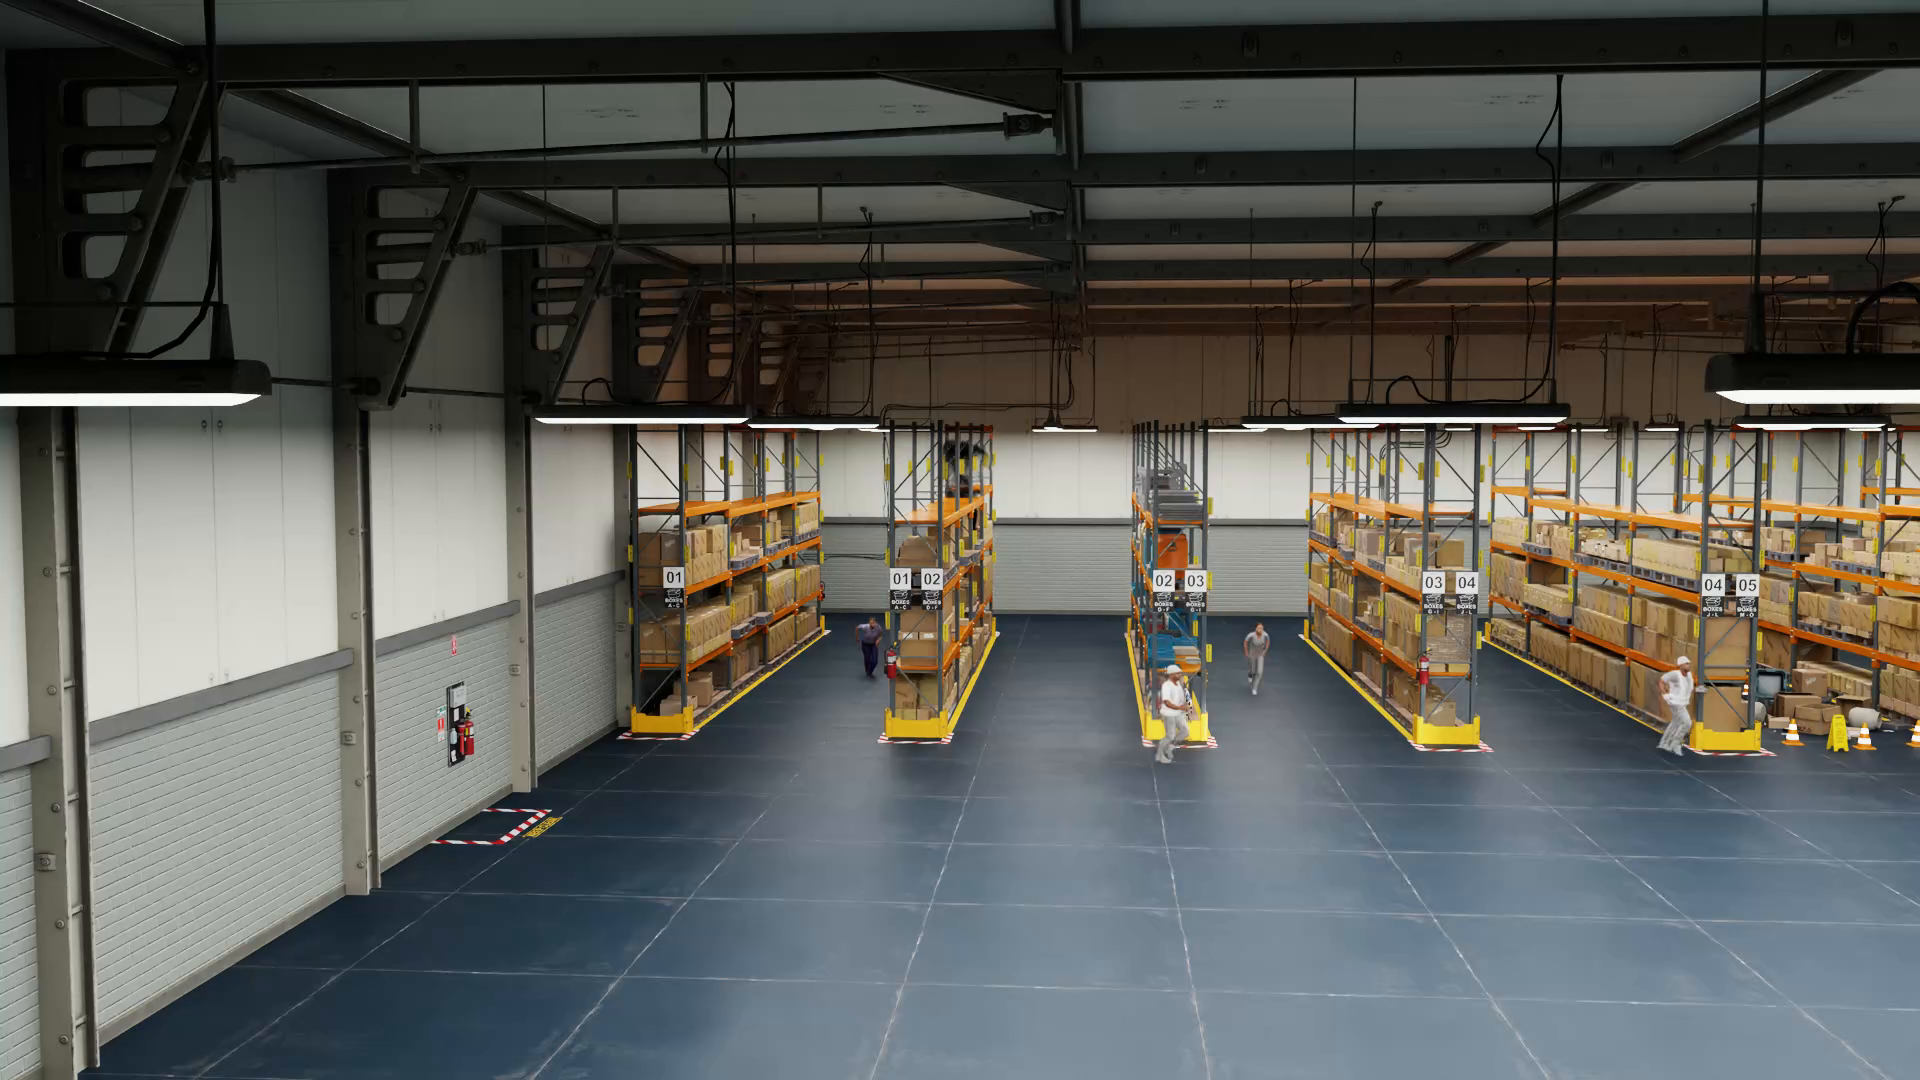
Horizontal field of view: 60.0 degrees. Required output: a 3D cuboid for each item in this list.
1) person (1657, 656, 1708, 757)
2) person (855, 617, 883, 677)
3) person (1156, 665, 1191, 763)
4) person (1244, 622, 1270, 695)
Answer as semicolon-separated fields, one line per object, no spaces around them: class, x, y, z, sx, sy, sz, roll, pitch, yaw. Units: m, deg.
person;12.867;2.972;29.697;0.677;1.813;0.794;-3;5;-39
person;-2.138;2.531;39.020;0.633;1.463;0.796;-1;4;-14
person;3.730;3.019;28.899;0.700;1.716;0.682;2;4;33
person;6.573;2.604;36.965;0.559;1.603;0.783;-1;4;-9
